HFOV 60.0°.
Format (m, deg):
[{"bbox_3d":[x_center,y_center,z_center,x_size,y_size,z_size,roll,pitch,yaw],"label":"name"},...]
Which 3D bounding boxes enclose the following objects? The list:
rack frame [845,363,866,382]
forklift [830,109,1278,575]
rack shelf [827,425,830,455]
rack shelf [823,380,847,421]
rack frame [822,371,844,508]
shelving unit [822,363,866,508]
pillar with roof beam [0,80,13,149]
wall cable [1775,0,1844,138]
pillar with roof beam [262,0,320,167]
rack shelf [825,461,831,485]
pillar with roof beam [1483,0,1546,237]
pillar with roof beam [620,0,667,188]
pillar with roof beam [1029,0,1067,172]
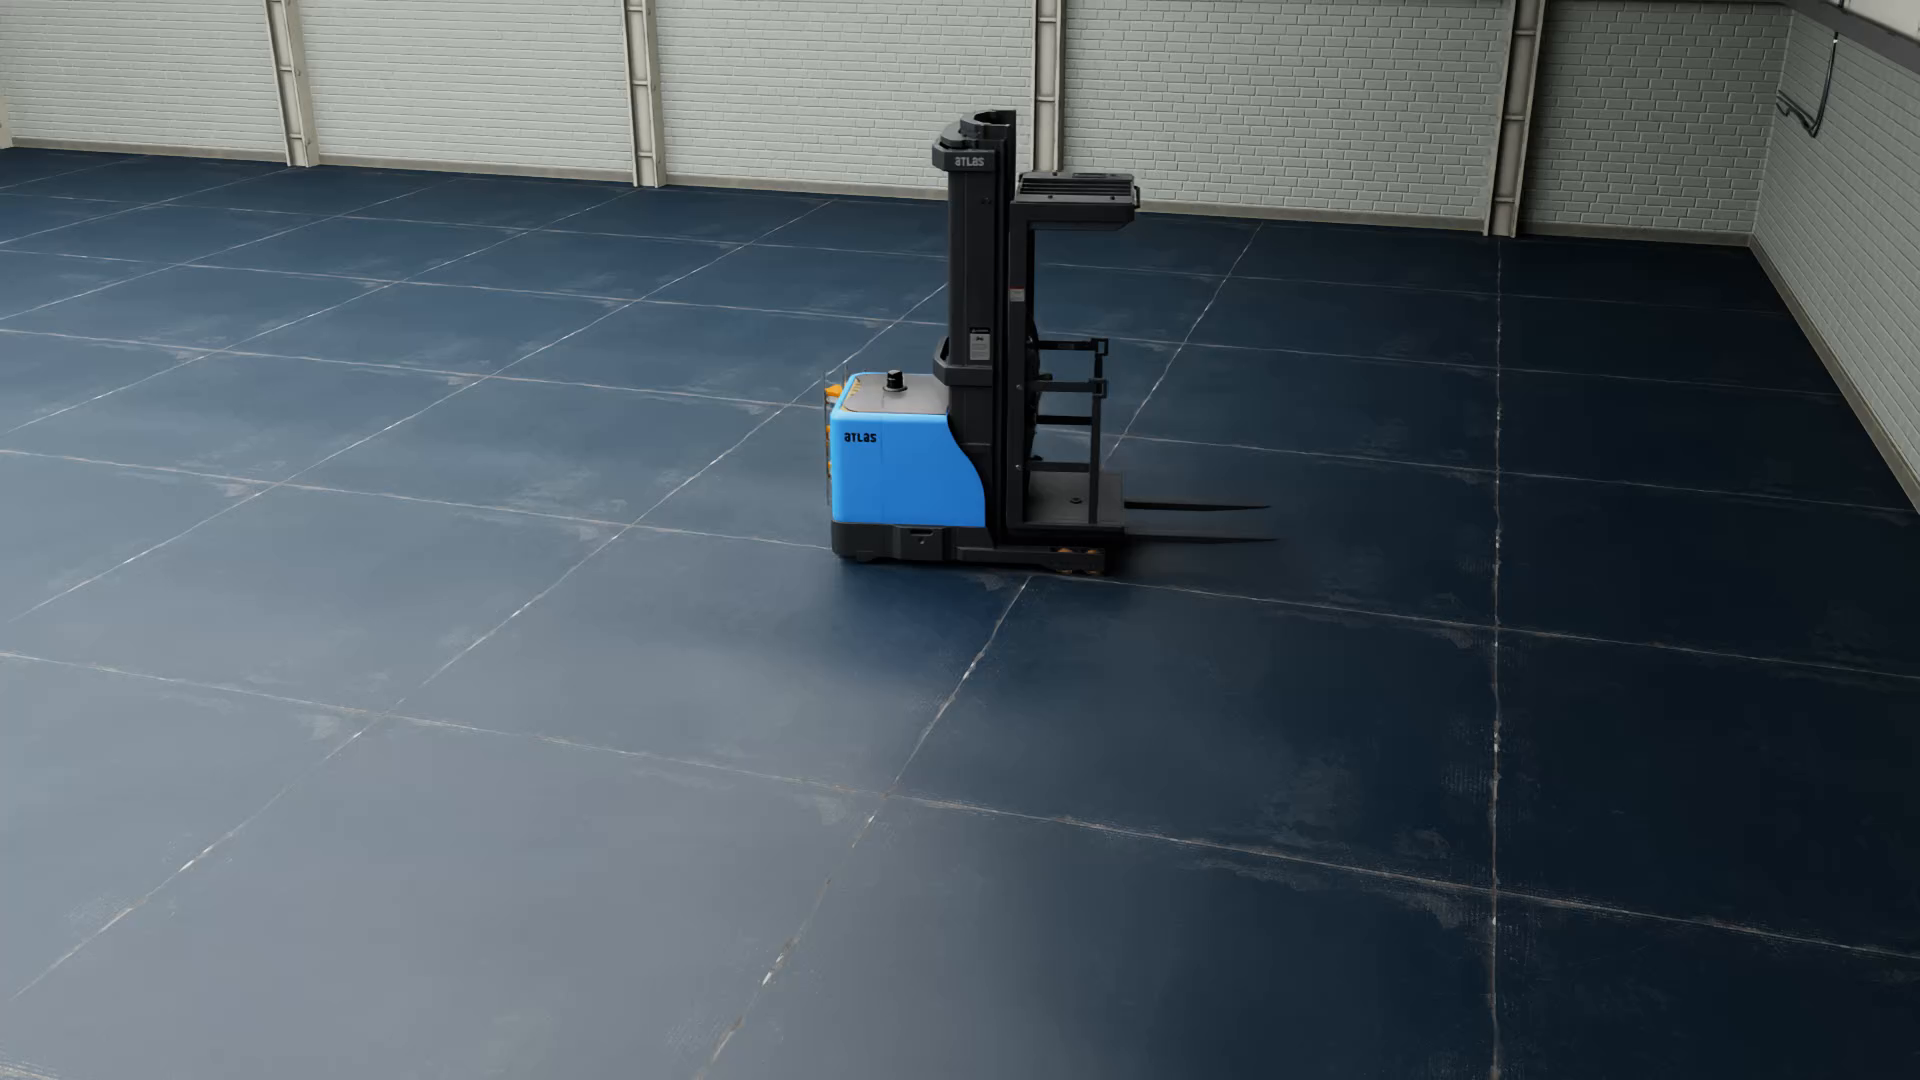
[{"bbox_3d":[-0.759,-0.781,12.289,0.200,1.050,0.008,16,27,35],"label":"rack frame"},{"bbox_3d":[0.666,-1.333,11.158,3.031,2.935,1.130,2,22,5],"label":"forklift"},{"bbox_3d":[-0.834,-0.734,12.204,0.215,0.259,0.240,16,27,35],"label":"rack shelf"},{"bbox_3d":[-0.835,-0.997,12.097,0.215,0.259,0.240,16,27,35],"label":"rack shelf"},{"bbox_3d":[-0.909,-0.708,12.111,0.200,1.050,0.008,16,27,35],"label":"rack frame"},{"bbox_3d":[-0.834,-0.744,12.200,0.215,1.050,0.252,16,27,35],"label":"shelving unit"},{"bbox_3d":[-17.299,-9.155,22.232,0.400,9.000,9.100,7,23,16],"label":"pillar with roof beam"},{"bbox_3d":[9.359,-5.848,18.261,0.112,2.526,3.097,7,23,16],"label":"wall cable"},{"bbox_3d":[-11.555,-8.497,20.628,0.400,9.000,9.100,7,23,16],"label":"pillar with roof beam"},{"bbox_3d":[-0.834,-0.477,12.308,0.215,0.259,0.240,16,27,35],"label":"rack shelf"},{"bbox_3d":[5.677,-6.524,15.818,0.400,9.000,9.100,7,23,16],"label":"pillar with roof beam"},{"bbox_3d":[-5.811,-7.840,19.025,0.400,9.000,9.100,7,23,16],"label":"pillar with roof beam"},{"bbox_3d":[-0.067,-7.182,17.421,0.400,9.000,9.100,7,23,16],"label":"pillar with roof beam"}]
